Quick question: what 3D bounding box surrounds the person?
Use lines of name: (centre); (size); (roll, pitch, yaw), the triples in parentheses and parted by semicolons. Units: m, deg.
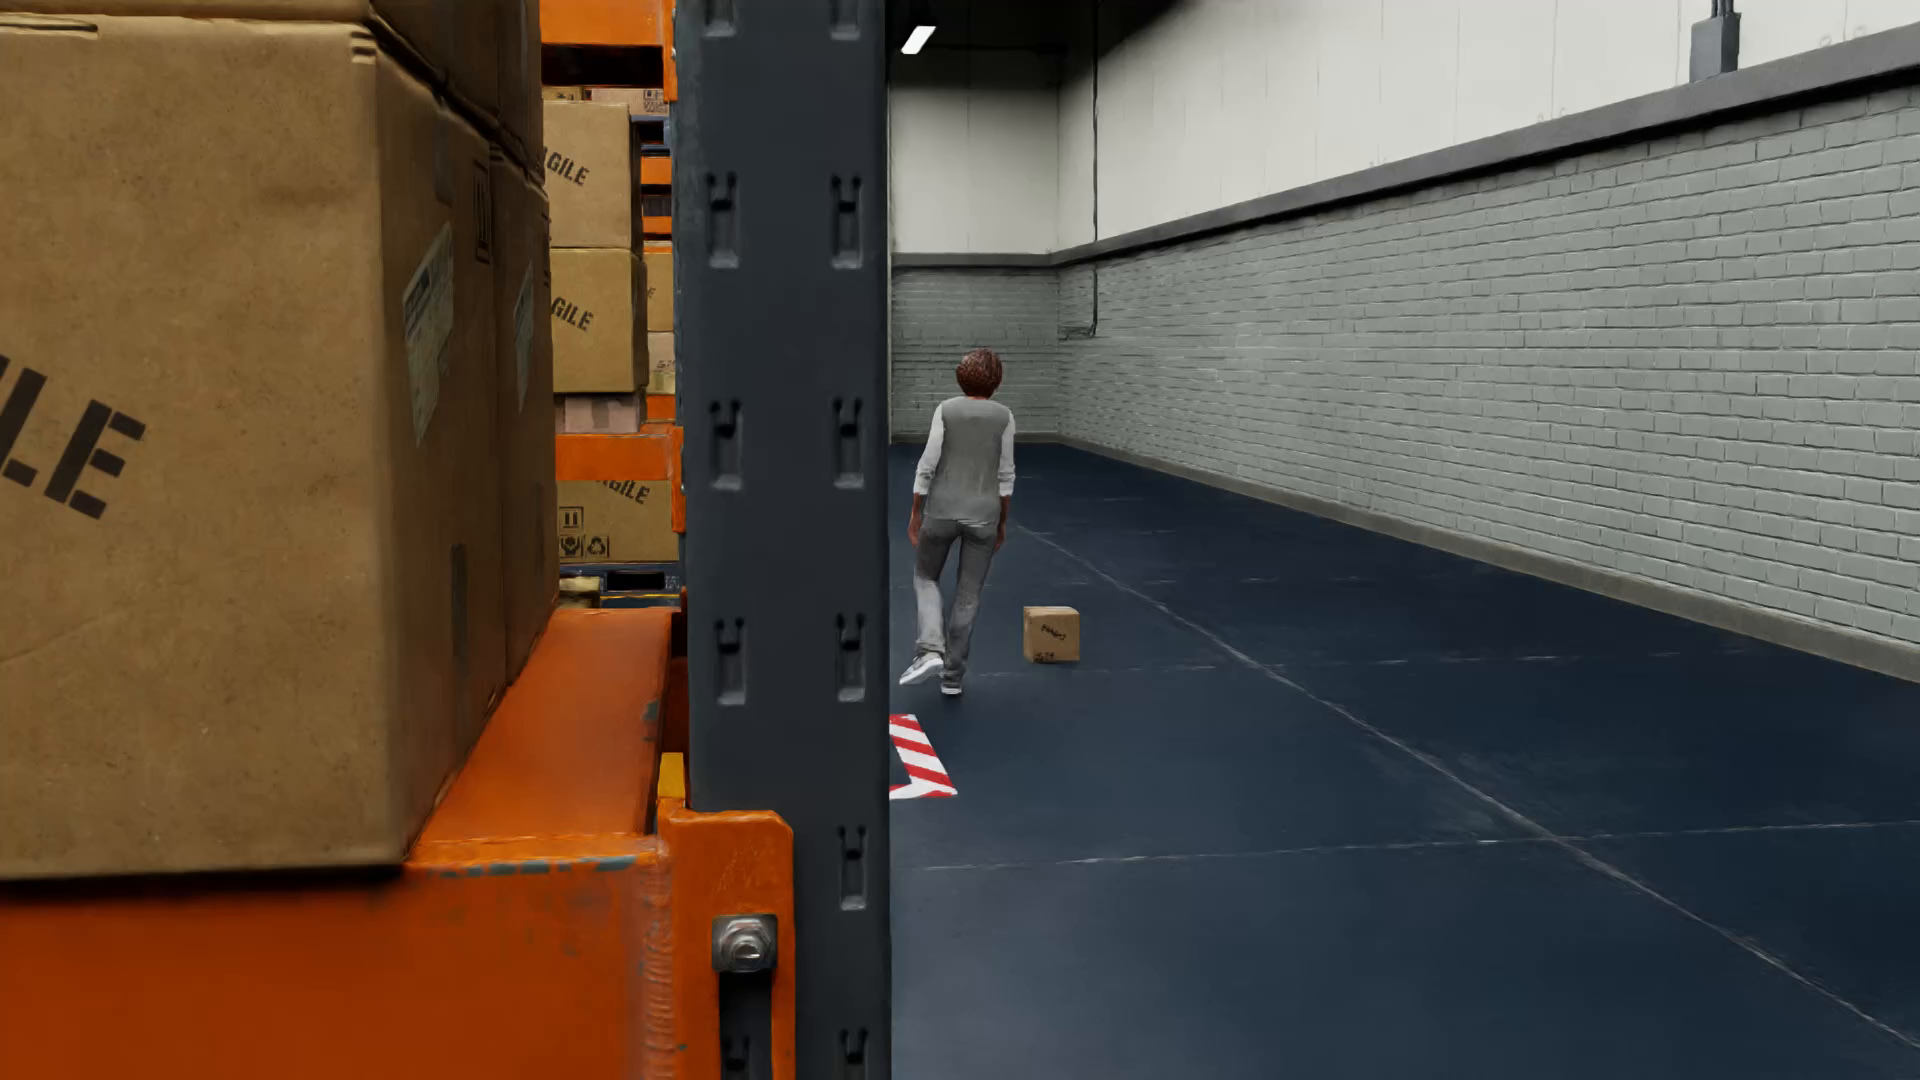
person: (-0.013, -0.080, 7.590); (0.528, 1.591, 0.396); (0, 7, -1)
